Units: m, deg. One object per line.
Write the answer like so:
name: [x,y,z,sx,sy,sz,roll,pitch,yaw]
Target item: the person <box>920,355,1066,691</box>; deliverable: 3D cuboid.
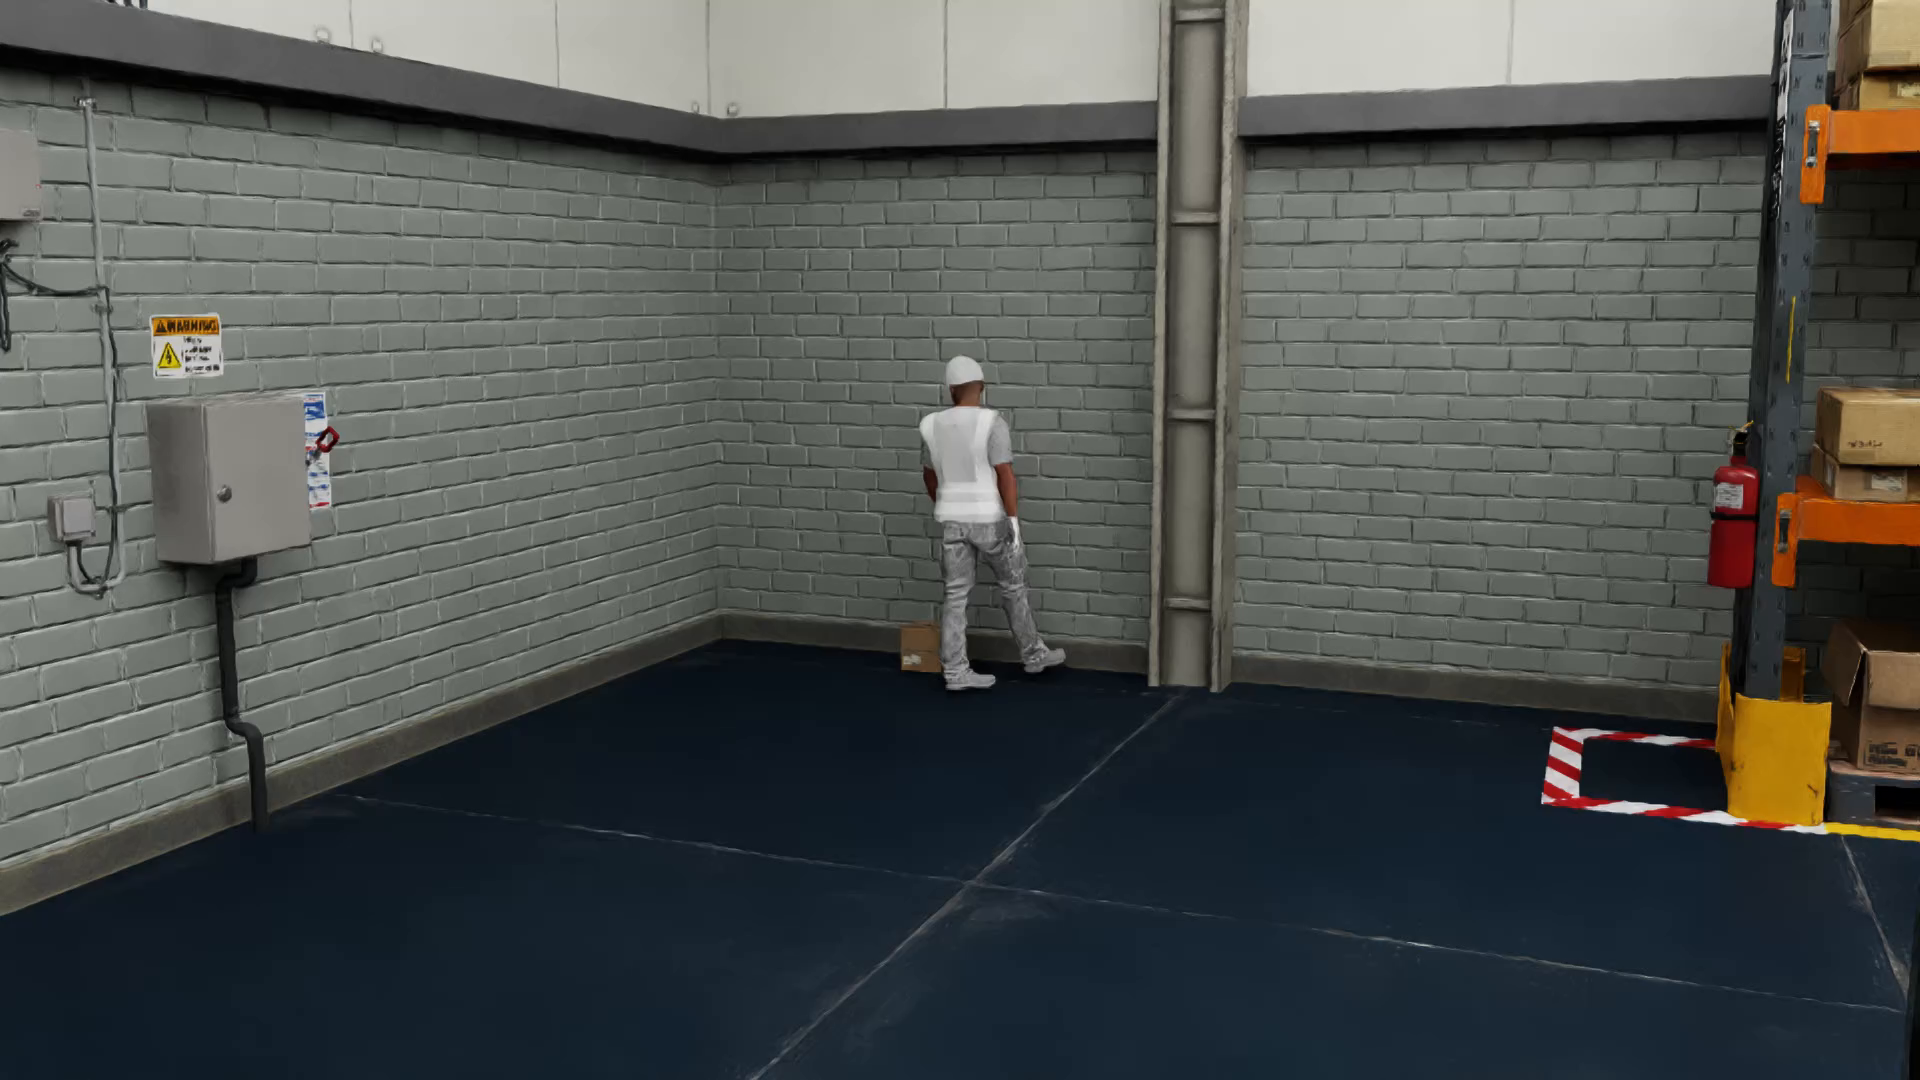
person: [0.155,-0.112,8.996,0.658,1.763,0.754,4,10,27]
